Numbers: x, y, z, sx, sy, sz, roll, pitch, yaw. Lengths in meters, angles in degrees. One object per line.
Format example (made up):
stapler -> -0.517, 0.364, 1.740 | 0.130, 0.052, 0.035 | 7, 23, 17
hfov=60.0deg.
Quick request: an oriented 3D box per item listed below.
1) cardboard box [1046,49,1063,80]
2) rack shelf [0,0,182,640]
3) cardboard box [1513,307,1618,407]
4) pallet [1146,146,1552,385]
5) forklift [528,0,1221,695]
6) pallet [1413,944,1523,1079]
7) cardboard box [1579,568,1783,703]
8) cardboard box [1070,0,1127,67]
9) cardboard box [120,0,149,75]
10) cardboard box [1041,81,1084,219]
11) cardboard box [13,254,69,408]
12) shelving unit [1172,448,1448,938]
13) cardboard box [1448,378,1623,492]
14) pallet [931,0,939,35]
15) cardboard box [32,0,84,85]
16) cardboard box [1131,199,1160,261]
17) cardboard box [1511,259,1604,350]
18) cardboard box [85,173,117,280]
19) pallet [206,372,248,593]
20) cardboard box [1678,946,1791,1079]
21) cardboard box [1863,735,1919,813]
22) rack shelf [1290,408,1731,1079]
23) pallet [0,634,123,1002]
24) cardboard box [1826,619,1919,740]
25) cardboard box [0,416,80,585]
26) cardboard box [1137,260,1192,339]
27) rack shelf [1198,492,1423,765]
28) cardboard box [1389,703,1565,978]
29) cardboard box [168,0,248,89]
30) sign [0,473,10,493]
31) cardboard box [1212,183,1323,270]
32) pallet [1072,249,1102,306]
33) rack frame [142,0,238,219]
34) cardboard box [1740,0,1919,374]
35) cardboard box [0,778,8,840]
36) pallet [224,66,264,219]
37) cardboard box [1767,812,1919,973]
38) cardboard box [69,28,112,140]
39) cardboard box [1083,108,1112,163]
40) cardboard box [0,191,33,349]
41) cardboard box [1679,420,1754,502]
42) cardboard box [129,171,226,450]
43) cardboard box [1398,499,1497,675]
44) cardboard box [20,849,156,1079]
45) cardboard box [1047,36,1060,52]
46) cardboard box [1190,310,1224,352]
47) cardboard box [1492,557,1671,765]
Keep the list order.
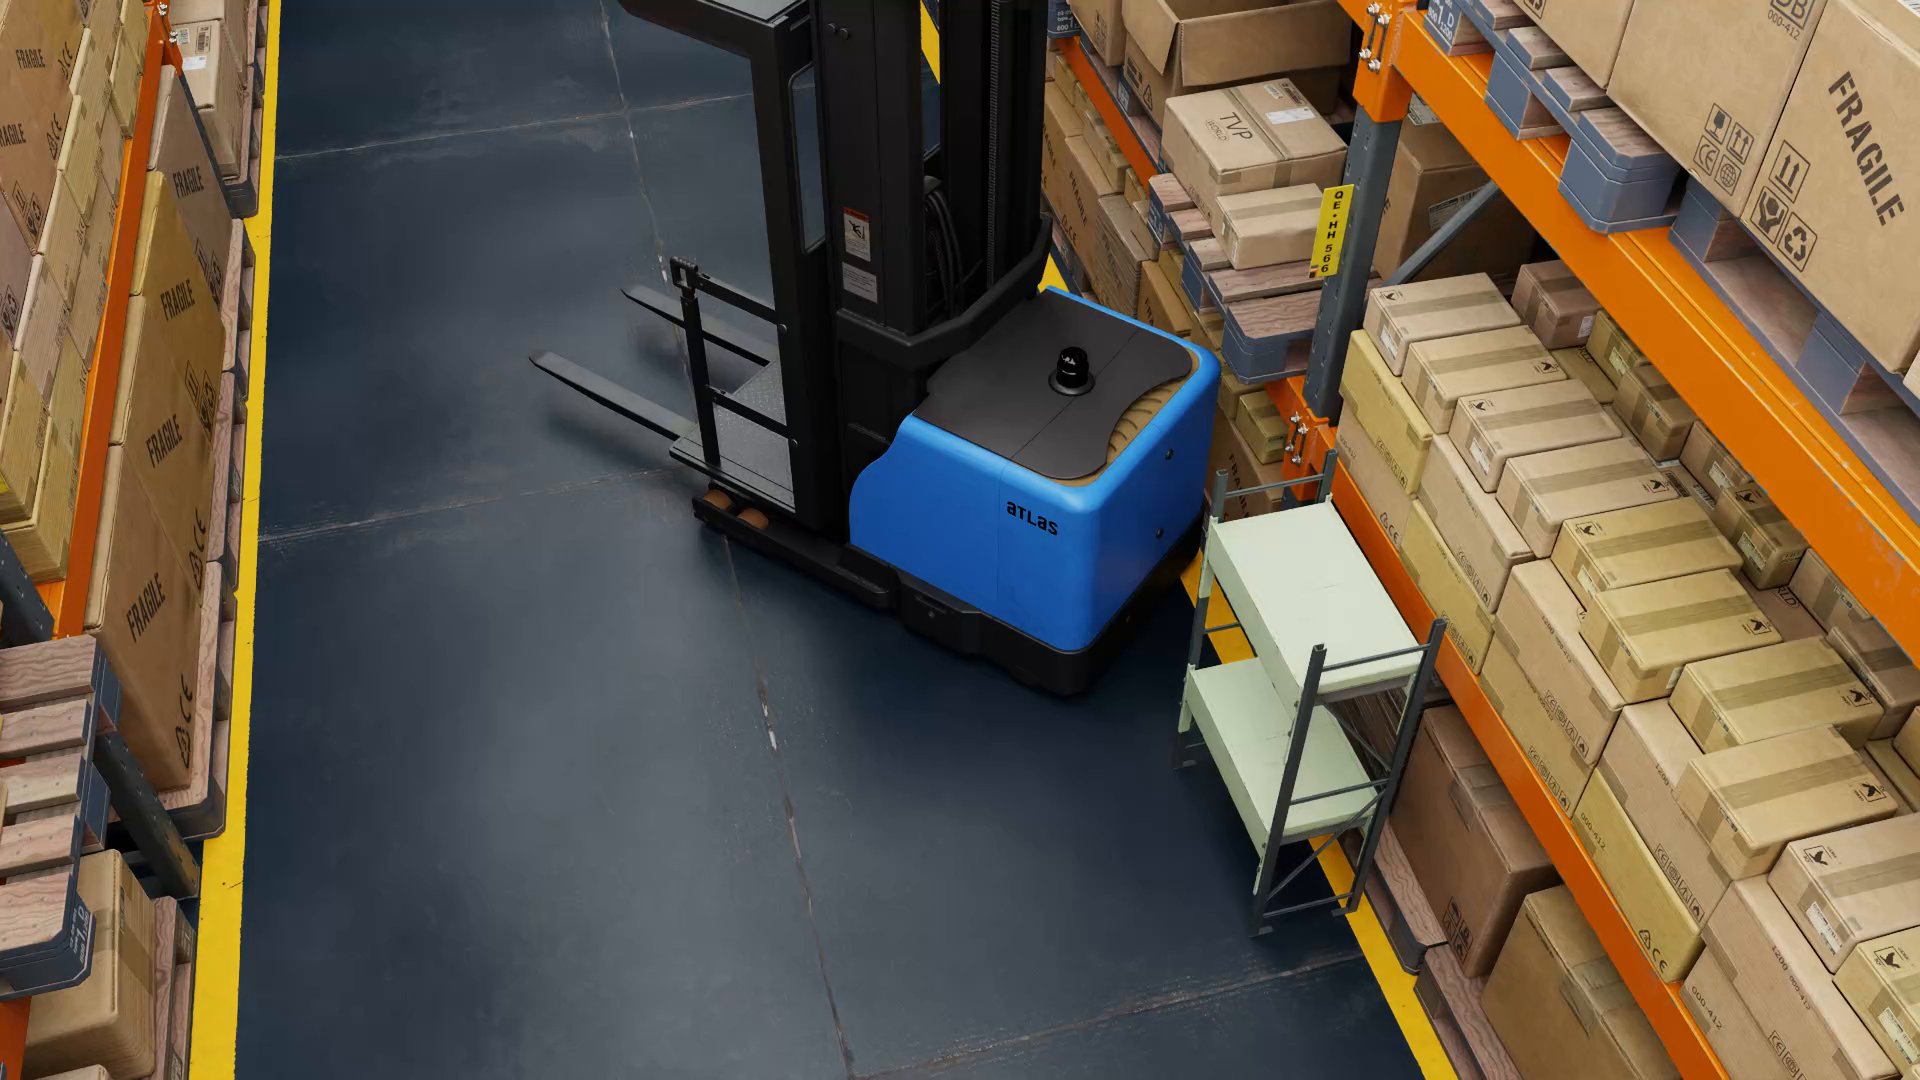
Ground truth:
cardboard box -> 0.610, -2.452, 8.306 | 0.380, 0.149, 0.250 | -12, 47, -11
rack shelf -> -3.656, -0.884, 6.270 | 1.077, 0.370, 4.000 | -11, 47, -10
cardboard box -> 2.037, -0.528, 5.173 | 0.500, 0.250, 0.500 | -10, 46, -9
pallet -> 1.412, -1.053, 6.067 | 1.213, 0.211, 1.003 | -11, 47, -10
forklift -> -0.514, -1.279, 6.202 | 3.031, 2.935, 1.130 | 26, 51, 23
pallet -> 2.136, 1.727, 5.160 | 1.003, 0.211, 1.213 | -11, 47, -10
cardboard box -> 1.791, 0.236, 4.145 | 0.380, 0.149, 0.250 | -10, 46, -9
cardboard box -> 0.871, -2.334, 6.824 | 0.700, 0.500, 0.500 | -11, 47, -11
cardboard box -> -3.809, -2.200, 7.162 | 0.500, 0.250, 0.500 | -12, 47, -11
cardboard box -> 0.682, -1.958, 8.275 | 0.500, 0.500, 0.500 | -11, 47, -11
cardboard box -> -3.166, -0.629, 5.272 | 0.500, 0.250, 0.500 | -10, 46, -9
shelving unit -> 1.078, 0.535, 5.426 | 0.431, 1.500, 0.755 | -11, 47, -11
cardboard box -> 1.611, -0.296, 4.667 | 0.380, 0.149, 0.250 | -10, 46, -9
pallet -> 0.455, -2.925, 9.720 | 1.003, 0.211, 1.213 | -11, 47, -10
cardboard box -> -3.560, -1.929, 6.021 | 0.500, 0.500, 0.500 | -9, 46, -9
cardboard box -> 0.970, -1.379, 7.254 | 0.380, 0.149, 0.250 | -13, 47, -12
cardboard box -> 1.933, -0.740, 5.101 | 0.380, 0.149, 0.250 | -9, 46, -9
cardboard box -> -3.432, -1.141, 6.124 | 0.500, 0.250, 0.500 | -11, 47, -10
pallet -> -3.581, -0.178, 7.027 | 1.003, 0.211, 1.213 | -11, 47, -10
cardboard box -> 2.064, 1.154, 3.874 | 0.500, 0.250, 0.500 | -10, 47, -10
cardboard box -> 2.417, 0.520, 4.146 | 0.500, 0.250, 0.500 | -12, 47, -11
rack shelf -> 2.166, 0.968, 4.456 | 1.077, 0.370, 4.000 | -11, 47, -10
pallet -> -2.858, 0.785, 4.266 | 1.213, 0.211, 1.003 | -11, 47, -10
cardboard box -> 2.344, 0.317, 4.066 | 0.380, 0.149, 0.250 | -9, 46, -9
cardboard box -> -3.026, -0.086, 5.090 | 0.500, 0.250, 0.500 | -11, 47, -11
cardboard box -> 1.083, -0.898, 7.237 | 0.500, 0.500, 0.500 | -9, 46, -9
rack shelf -> 1.078, 0.262, 5.147 | 0.431, 0.370, 0.720 | -11, 47, -11
cardboard box -> 1.975, 0.902, 5.385 | 0.875, 0.625, 0.625 | -9, 46, -9
cardboard box -> -4.454, -2.838, 9.182 | 0.875, 0.438, 0.875 | -12, 47, -11
sign -> -2.621, -0.238, 4.379 | 0.100, 0.325, 0.005 | -11, 47, -10
cardboard box -> 1.115, -1.107, 5.868 | 0.380, 0.149, 0.250 | -10, 46, -10
pallet -> 1.190, -1.052, 7.884 | 1.003, 0.211, 1.213 | -11, 47, -10
rack frame -> -4.168, -2.517, 7.367 | 1.000, 3.000, 0.127 | -11, 47, -10
cardboard box -> 1.864, -0.685, 3.037 | 0.500, 0.500, 0.500 | -10, 46, -9
cardboard box -> -2.586, 0.707, 4.090 | 0.380, 0.149, 0.250 | -11, 47, -11
pallet -> -4.287, -2.080, 8.891 | 1.003, 0.211, 1.213 | -11, 47, -10
cardboard box -> 2.020, 0.762, 3.629 | 0.380, 0.149, 0.250 | -10, 46, -10
cardboard box -> -3.546, -1.679, 6.301 | 0.500, 0.250, 0.500 | -10, 46, -9
cardboard box -> 0.798, -1.911, 7.775 | 0.380, 0.149, 0.250 | -11, 47, -10
cardboard box -> -3.170, -0.866, 4.979 | 0.500, 0.500, 0.500 | -11, 47, -10
cardboard box -> 2.245, -0.233, 4.604 | 0.380, 0.149, 0.250 | -12, 47, -11
cardboard box -> -3.693, -0.884, 6.961 | 0.875, 0.875, 0.875 | -9, 46, -9
cardboard box -> 1.655, 0.087, 4.921 | 0.500, 0.250, 0.500 | -12, 47, -11
cardboard box -> -3.009, 1.410, 5.065 | 0.950, 0.372, 0.625 | -14, 47, -13
cardboard box -> 0.577, -2.563, 8.206 | 0.380, 0.149, 0.250 | -13, 47, -12
cardboard box -> 1.158, -0.831, 6.717 | 0.380, 0.149, 0.250 | -12, 47, -12
cardboard box -> 1.775, 0.274, 4.387 | 0.500, 0.250, 0.500 | -12, 47, -11
